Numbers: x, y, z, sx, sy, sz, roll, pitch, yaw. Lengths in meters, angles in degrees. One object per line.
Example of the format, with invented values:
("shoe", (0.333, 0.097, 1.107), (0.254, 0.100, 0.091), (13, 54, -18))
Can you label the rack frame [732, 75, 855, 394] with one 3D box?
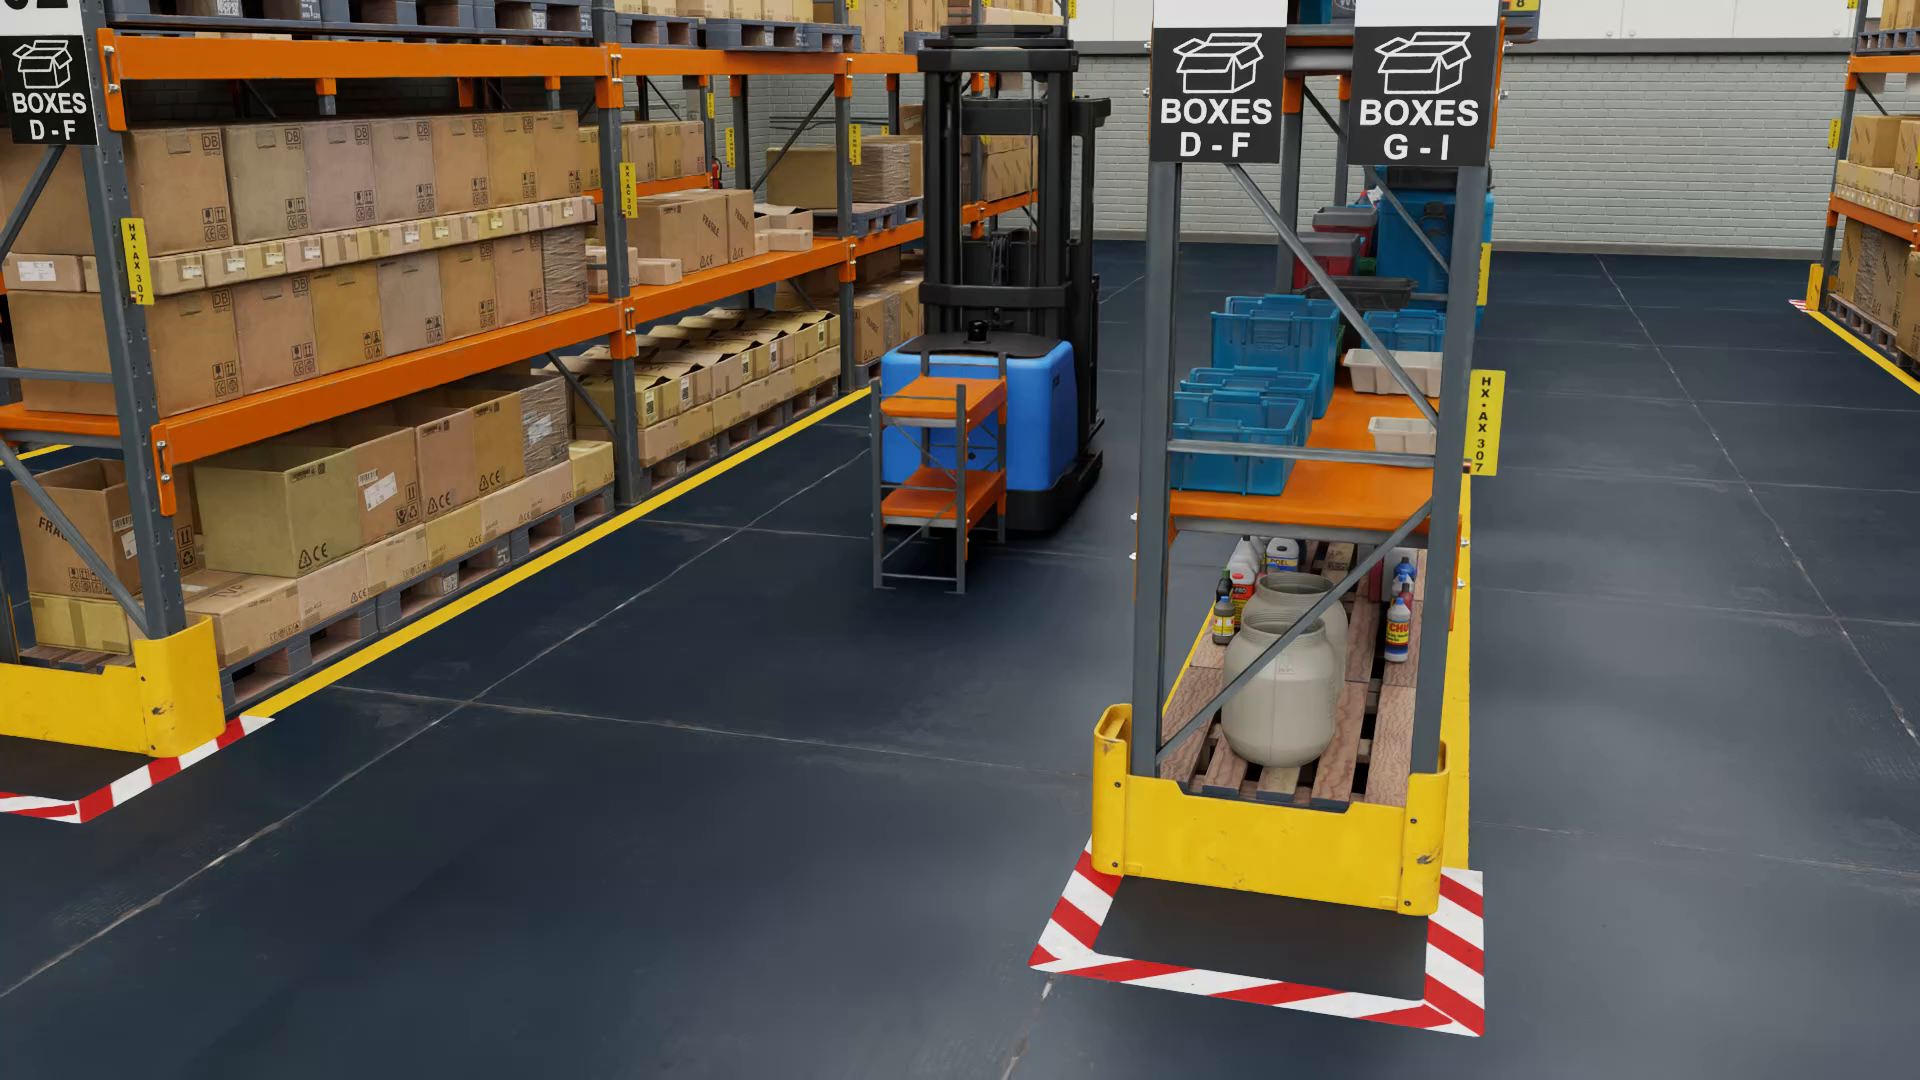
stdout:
("rack frame", (-1.399, -2.747, 14.017), (1.000, 3.000, 0.127), (5, 16, 16))

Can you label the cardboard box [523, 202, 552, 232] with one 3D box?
("cardboard box", (-2.552, -1.840, 9.446), (0.380, 0.149, 0.250), (4, 16, 14))

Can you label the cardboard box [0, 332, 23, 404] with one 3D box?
("cardboard box", (-7.093, -1.287, 12.643), (0.700, 0.500, 0.500), (5, 17, 18))

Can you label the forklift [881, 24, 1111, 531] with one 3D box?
("forklift", (0.362, -1.823, 10.885), (1.130, 2.935, 3.031), (4, 16, 13))

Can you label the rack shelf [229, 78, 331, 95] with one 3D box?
("rack shelf", (-6.718, -3.704, 13.212), (1.077, 0.370, 4.000), (5, 16, 16))

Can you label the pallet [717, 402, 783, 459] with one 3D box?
("pallet", (-2.019, -0.875, 12.527), (1.003, 0.211, 1.213), (5, 16, 16))

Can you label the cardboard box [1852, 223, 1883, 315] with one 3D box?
("cardboard box", (10.008, -2.839, 17.465), (0.875, 0.875, 0.875), (5, 16, 16))

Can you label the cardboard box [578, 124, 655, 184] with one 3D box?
("cardboard box", (-4.433, -4.843, 20.858), (0.980, 0.700, 0.700), (4, 16, 13))

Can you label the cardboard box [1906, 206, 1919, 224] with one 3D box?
("cardboard box", (9.007, -3.009, 15.400), (0.380, 0.149, 0.250), (5, 17, 16))

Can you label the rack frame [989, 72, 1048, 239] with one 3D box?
("rack frame", (0.874, -4.840, 21.396), (1.000, 3.000, 0.127), (5, 16, 16))

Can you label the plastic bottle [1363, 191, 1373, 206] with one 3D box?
("plastic bottle", (3.555, -2.898, 14.639), (0.144, 0.351, 0.185), (5, 16, 16))

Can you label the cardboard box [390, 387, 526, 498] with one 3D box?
("cardboard box", (-2.750, -0.541, 9.135), (0.500, 0.500, 0.500), (5, 16, 16))

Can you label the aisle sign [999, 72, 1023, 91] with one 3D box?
("aisle sign", (0.612, -6.131, 21.184), (0.394, 0.787, 0.004), (5, 16, 16))

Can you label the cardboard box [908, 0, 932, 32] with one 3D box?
("cardboard box", (-0.644, -5.232, 16.145), (0.600, 0.600, 0.600), (4, 16, 15))

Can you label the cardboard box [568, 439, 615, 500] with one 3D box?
("cardboard box", (-2.458, -0.441, 10.158), (0.500, 0.250, 0.500), (5, 16, 16))

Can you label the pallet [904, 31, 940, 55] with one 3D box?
("pallet", (-0.807, -4.709, 15.783), (1.213, 0.211, 1.003), (5, 16, 16))

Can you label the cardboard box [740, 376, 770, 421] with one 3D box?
("cardboard box", (-1.747, -1.068, 12.368), (0.500, 0.250, 0.500), (5, 17, 17))

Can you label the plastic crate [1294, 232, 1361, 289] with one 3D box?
("plastic crate", (2.057, -1.496, 9.491), (0.402, 0.464, 0.583), (5, 16, 16))

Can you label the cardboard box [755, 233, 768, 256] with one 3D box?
("cardboard box", (-1.707, -2.288, 12.859), (0.380, 0.149, 0.250), (6, 17, 20))

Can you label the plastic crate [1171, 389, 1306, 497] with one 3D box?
("plastic crate", (0.931, -0.351, 5.844), (0.499, 0.251, 0.616), (5, 16, 16))

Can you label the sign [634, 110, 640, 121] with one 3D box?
("sign", (-4.406, -5.722, 22.775), (0.100, 0.325, 0.005), (5, 16, 16))

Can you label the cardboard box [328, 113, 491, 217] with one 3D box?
("cardboard box", (-2.941, -1.993, 8.797), (0.700, 0.500, 0.500), (5, 16, 16))

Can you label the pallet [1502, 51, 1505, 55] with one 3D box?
("pallet", (4.357, -4.548, 15.215), (1.213, 0.211, 1.003), (5, 16, 16))

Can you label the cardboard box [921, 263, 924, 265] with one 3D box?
("cardboard box", (-0.128, -2.651, 17.454), (0.500, 0.500, 0.500), (5, 16, 16))

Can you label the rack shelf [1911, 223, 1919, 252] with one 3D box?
("rack shelf", (8.666, -2.155, 13.248), (1.077, 0.370, 4.000), (5, 16, 16))

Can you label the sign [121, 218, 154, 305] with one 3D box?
("sign", (-3.142, -1.064, 6.352), (0.100, 0.325, 0.005), (5, 16, 16))

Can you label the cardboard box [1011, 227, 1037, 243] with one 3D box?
("cardboard box", (0.956, -3.688, 21.108), (0.500, 0.500, 0.500), (5, 16, 16))

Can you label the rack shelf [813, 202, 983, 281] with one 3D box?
("rack shelf", (-0.831, -2.924, 15.960), (1.077, 0.370, 4.000), (5, 16, 16))

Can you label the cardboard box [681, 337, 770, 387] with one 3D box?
("cardboard box", (-1.744, -1.341, 12.300), (0.500, 0.311, 0.500), (5, 17, 17))

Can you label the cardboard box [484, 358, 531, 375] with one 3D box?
("cardboard box", (-2.968, -0.843, 10.201), (0.500, 0.500, 0.500), (5, 16, 16))

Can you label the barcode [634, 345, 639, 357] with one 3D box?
("barcode", (-2.064, -1.206, 10.599), (0.001, 0.075, 0.075), (5, 16, 16))

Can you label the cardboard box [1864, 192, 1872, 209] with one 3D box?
("cardboard box", (9.518, -3.480, 17.062), (0.380, 0.149, 0.250), (4, 16, 14))

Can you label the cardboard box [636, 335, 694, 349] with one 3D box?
("cardboard box", (-2.263, -1.376, 12.424), (0.500, 0.311, 0.500), (4, 16, 15))

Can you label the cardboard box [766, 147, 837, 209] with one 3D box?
("cardboard box", (-1.328, -3.171, 14.558), (0.700, 0.500, 0.500), (-1, 16, -3))

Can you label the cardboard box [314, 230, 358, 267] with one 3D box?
("cardboard box", (-3.063, -1.370, 7.791), (0.380, 0.149, 0.250), (4, 16, 14))

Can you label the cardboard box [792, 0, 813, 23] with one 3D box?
("cardboard box", (-1.474, -4.197, 13.137), (0.500, 0.250, 0.500), (3, 16, 12))

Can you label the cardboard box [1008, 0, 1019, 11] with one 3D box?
("cardboard box", (0.254, -6.147, 18.491), (0.700, 0.500, 0.500), (5, 16, 16))

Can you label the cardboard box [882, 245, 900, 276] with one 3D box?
("cardboard box", (-0.918, -2.794, 16.583), (0.500, 0.250, 0.500), (5, 16, 16))

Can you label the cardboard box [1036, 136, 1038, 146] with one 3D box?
("cardboard box", (0.726, -4.963, 19.814), (0.500, 0.500, 0.500), (5, 17, 17))

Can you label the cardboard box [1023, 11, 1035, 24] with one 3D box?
("cardboard box", (0.550, -5.904, 19.011), (0.500, 0.250, 0.500), (5, 16, 16))

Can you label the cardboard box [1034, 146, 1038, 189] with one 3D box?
("cardboard box", (0.717, -4.484, 19.957), (0.500, 0.500, 0.500), (5, 17, 16))

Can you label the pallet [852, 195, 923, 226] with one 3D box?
("pallet", (-0.851, -3.164, 15.838), (1.003, 0.211, 1.213), (5, 16, 16))

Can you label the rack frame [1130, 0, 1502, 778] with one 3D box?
("rack frame", (1.076, -0.269, 5.280), (1.000, 3.000, 0.127), (5, 16, 16))

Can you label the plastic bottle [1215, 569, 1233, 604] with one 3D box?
("plastic bottle", (1.193, 0.280, 7.517), (0.061, 0.283, 0.133), (5, 17, 17))

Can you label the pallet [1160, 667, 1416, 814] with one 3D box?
("pallet", (1.288, 0.837, 6.491), (1.003, 0.211, 1.213), (5, 16, 16))

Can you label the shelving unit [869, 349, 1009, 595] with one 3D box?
("shelving unit", (-0.098, -0.404, 9.193), (0.538, 1.125, 1.048), (4, 16, 13))

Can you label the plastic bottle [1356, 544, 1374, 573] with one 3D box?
("plastic bottle", (2.102, 0.020, 8.449), (0.152, 0.276, 0.135), (5, 16, 16))

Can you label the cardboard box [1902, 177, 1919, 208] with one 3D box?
("cardboard box", (9.108, -3.231, 15.453), (0.500, 0.250, 0.500), (4, 16, 15))

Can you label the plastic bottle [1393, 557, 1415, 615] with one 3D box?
("plastic bottle", (2.073, 0.213, 7.775), (0.097, 0.271, 0.097), (0, 16, 0))

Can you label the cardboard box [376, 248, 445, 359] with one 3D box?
("cardboard box", (-3.090, -1.228, 8.480), (0.700, 0.500, 0.500), (5, 17, 18))

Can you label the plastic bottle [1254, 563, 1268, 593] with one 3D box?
("plastic bottle", (1.377, 0.256, 7.601), (0.061, 0.283, 0.133), (5, 16, 16))
